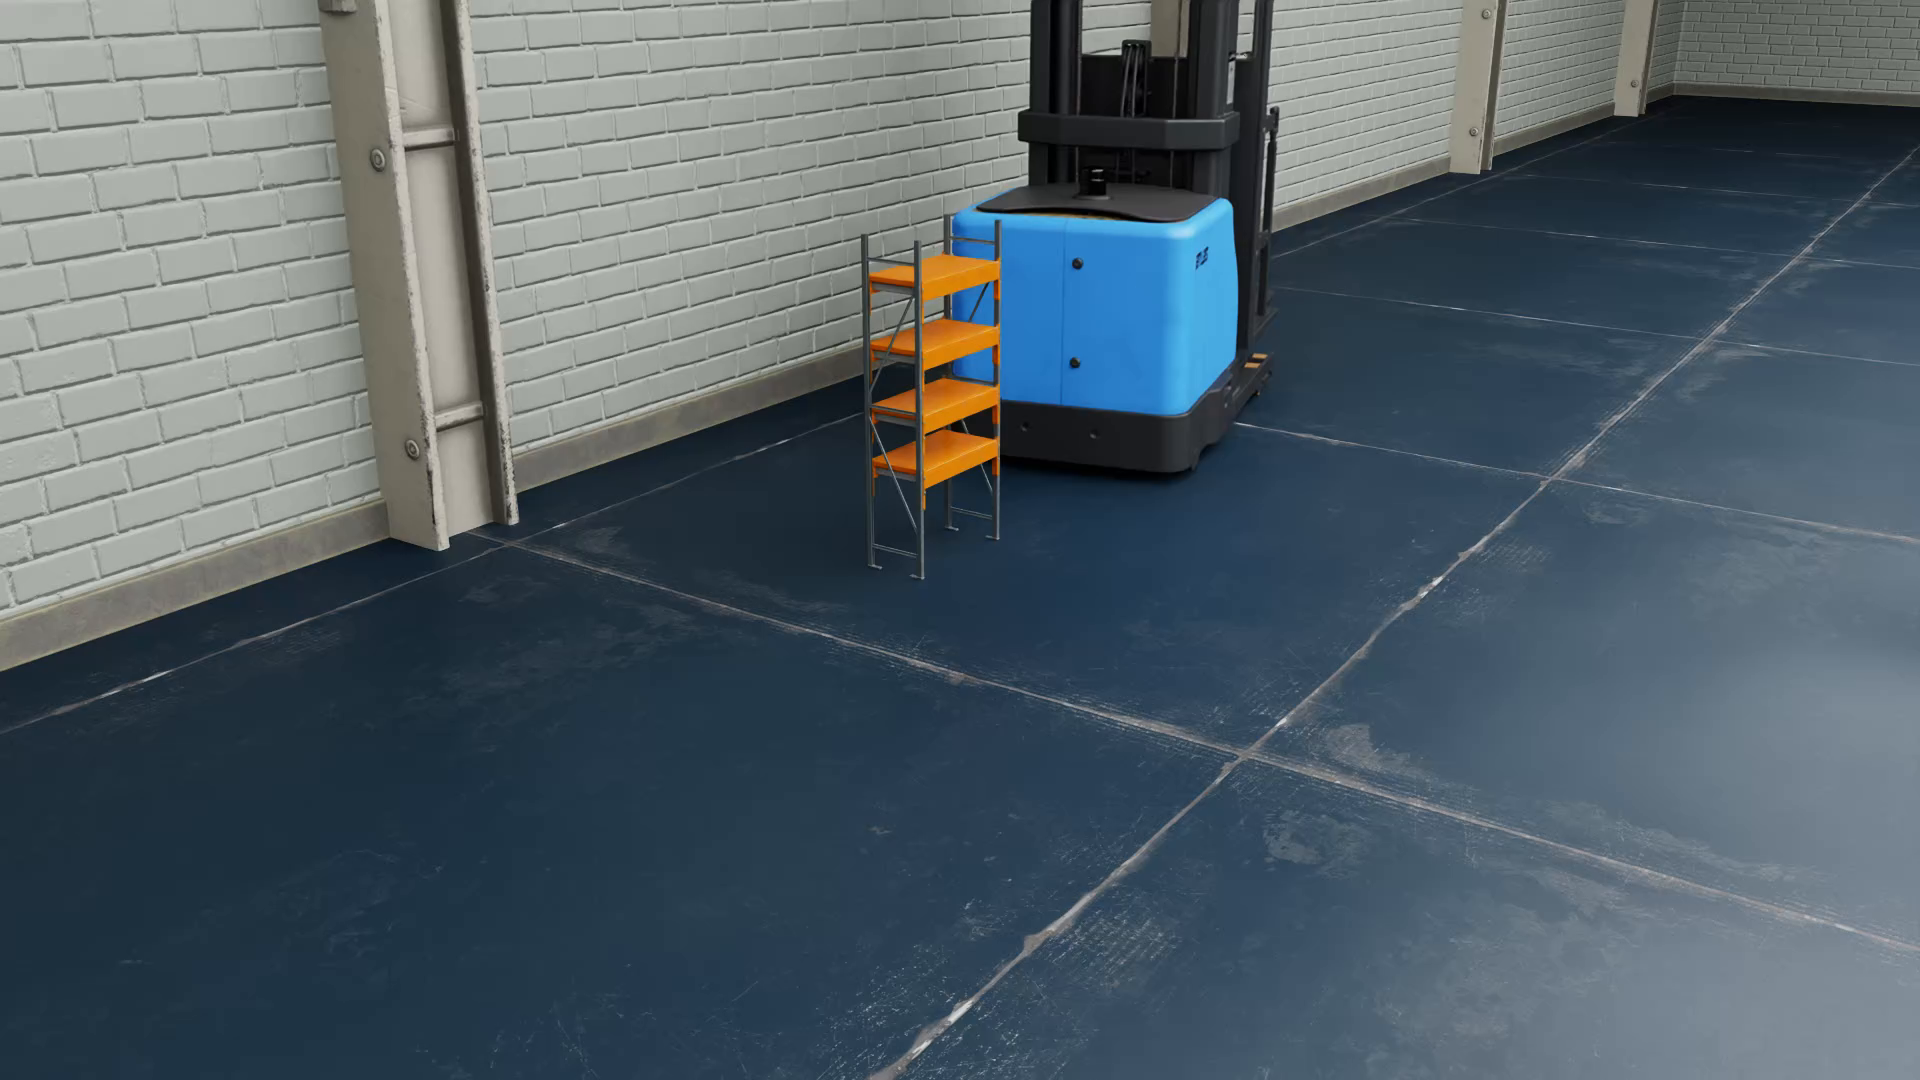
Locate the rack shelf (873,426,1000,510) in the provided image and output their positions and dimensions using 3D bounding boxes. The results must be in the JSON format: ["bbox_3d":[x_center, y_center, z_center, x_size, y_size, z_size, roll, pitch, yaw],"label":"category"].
[{"bbox_3d":[-0.093,-0.266,6.021,0.258,0.148,0.480,13,24,32],"label":"rack shelf"}]

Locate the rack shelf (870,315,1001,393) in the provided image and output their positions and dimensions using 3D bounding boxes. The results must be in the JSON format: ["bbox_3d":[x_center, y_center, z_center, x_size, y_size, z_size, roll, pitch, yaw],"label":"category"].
[{"bbox_3d":[-0.093,-0.662,5.874,0.258,0.148,0.480,13,24,32],"label":"rack shelf"}]

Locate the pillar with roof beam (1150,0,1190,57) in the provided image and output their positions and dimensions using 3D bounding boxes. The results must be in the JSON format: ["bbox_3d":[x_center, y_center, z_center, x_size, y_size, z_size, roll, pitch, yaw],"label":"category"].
[{"bbox_3d":[4.987,-5.148,7.210,9.100,9.000,0.400,13,24,32],"label":"pillar with roof beam"}]

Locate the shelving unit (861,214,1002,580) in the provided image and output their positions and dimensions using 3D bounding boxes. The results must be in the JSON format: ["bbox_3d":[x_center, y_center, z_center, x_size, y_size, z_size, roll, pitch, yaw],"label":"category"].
[{"bbox_3d":[-0.093,-0.515,5.928,0.258,1.200,0.503,13,24,32],"label":"shelving unit"}]

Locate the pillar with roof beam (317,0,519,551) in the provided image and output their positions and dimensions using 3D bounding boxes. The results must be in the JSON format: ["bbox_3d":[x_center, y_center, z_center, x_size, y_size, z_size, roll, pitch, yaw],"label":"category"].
[{"bbox_3d":[1.614,-3.426,2.556,9.100,9.000,0.400,13,24,32],"label":"pillar with roof beam"}]

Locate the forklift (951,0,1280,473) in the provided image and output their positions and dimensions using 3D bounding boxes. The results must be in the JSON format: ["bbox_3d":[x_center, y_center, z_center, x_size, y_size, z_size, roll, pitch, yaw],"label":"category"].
[{"bbox_3d":[0.940,-2.126,7.788,1.130,2.935,3.031,7,22,19],"label":"forklift"}]

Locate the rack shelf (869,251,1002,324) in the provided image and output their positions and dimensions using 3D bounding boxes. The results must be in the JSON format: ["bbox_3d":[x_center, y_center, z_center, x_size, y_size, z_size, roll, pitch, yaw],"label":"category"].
[{"bbox_3d":[-0.093,-0.884,5.792,0.258,0.148,0.480,13,24,32],"label":"rack shelf"}]

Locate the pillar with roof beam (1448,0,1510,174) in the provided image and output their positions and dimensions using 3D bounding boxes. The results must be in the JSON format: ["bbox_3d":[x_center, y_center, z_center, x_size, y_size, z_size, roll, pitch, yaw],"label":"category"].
[{"bbox_3d":[8.360,-6.869,11.864,9.100,9.000,0.400,13,24,32],"label":"pillar with roof beam"}]

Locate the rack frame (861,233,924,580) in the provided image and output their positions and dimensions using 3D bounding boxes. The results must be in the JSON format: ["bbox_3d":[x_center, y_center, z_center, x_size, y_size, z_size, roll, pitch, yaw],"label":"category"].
[{"bbox_3d":[-0.230,-0.445,5.739,0.240,1.200,0.015,13,24,32],"label":"rack frame"}]

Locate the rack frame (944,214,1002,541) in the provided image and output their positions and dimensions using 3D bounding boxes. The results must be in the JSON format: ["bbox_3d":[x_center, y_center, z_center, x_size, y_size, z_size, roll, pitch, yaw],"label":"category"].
[{"bbox_3d":[0.044,-0.585,6.118,0.240,1.200,0.015,13,24,32],"label":"rack frame"}]

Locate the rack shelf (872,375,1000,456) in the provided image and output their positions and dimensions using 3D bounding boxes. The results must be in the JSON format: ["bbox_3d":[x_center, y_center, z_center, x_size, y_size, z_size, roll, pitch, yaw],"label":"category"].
[{"bbox_3d":[-0.093,-0.452,5.952,0.258,0.148,0.480,13,24,32],"label":"rack shelf"}]

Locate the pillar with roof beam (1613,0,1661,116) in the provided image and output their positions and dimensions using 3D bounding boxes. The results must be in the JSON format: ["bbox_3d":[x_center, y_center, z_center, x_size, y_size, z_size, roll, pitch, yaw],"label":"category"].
[{"bbox_3d":[11.733,-8.591,16.518,9.100,9.000,0.400,13,24,32],"label":"pillar with roof beam"}]
